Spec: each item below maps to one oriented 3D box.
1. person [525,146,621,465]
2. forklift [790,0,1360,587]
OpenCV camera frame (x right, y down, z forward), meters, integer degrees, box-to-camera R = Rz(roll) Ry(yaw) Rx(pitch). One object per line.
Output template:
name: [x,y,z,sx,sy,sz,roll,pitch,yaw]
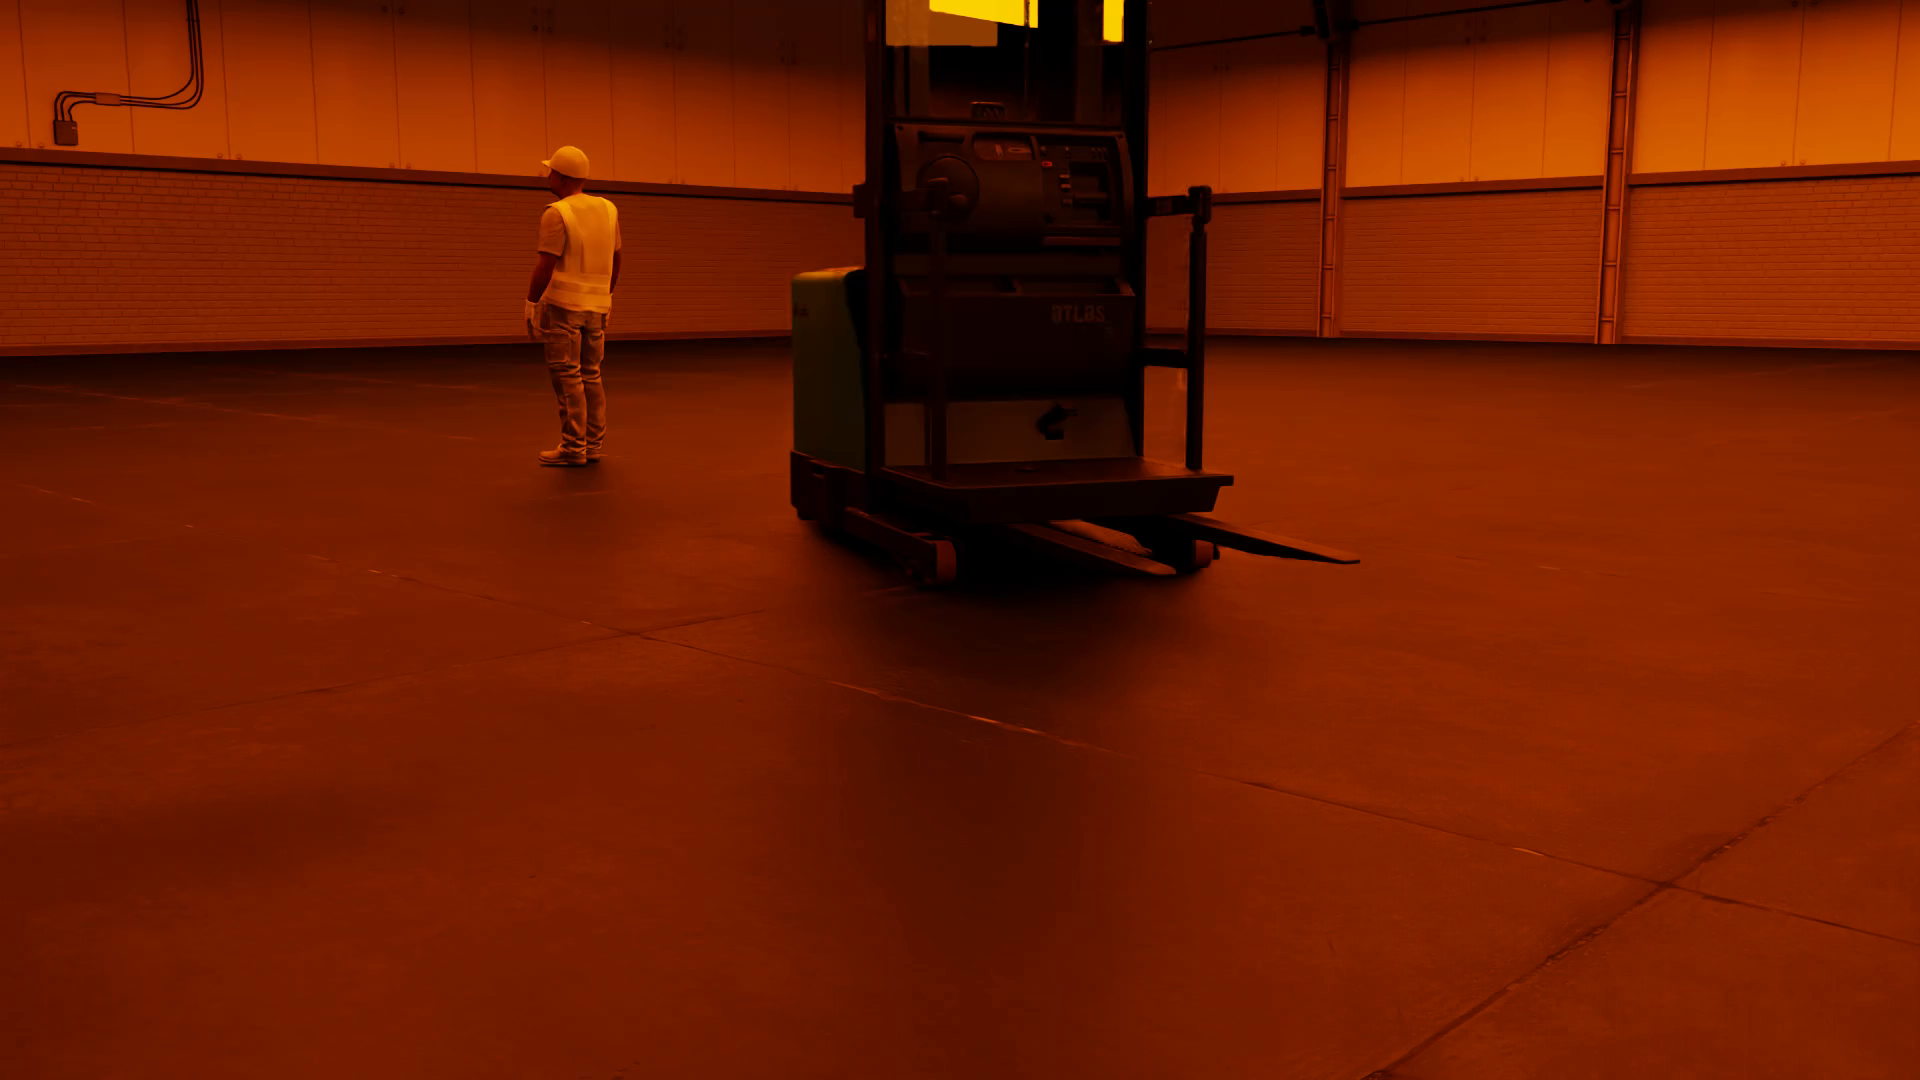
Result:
person: [-2.254,-1.323,9.469,0.577,1.782,0.656,5,10,31]
forklift: [0.286,-1.359,5.902,1.130,2.935,3.031,-3,9,-22]
